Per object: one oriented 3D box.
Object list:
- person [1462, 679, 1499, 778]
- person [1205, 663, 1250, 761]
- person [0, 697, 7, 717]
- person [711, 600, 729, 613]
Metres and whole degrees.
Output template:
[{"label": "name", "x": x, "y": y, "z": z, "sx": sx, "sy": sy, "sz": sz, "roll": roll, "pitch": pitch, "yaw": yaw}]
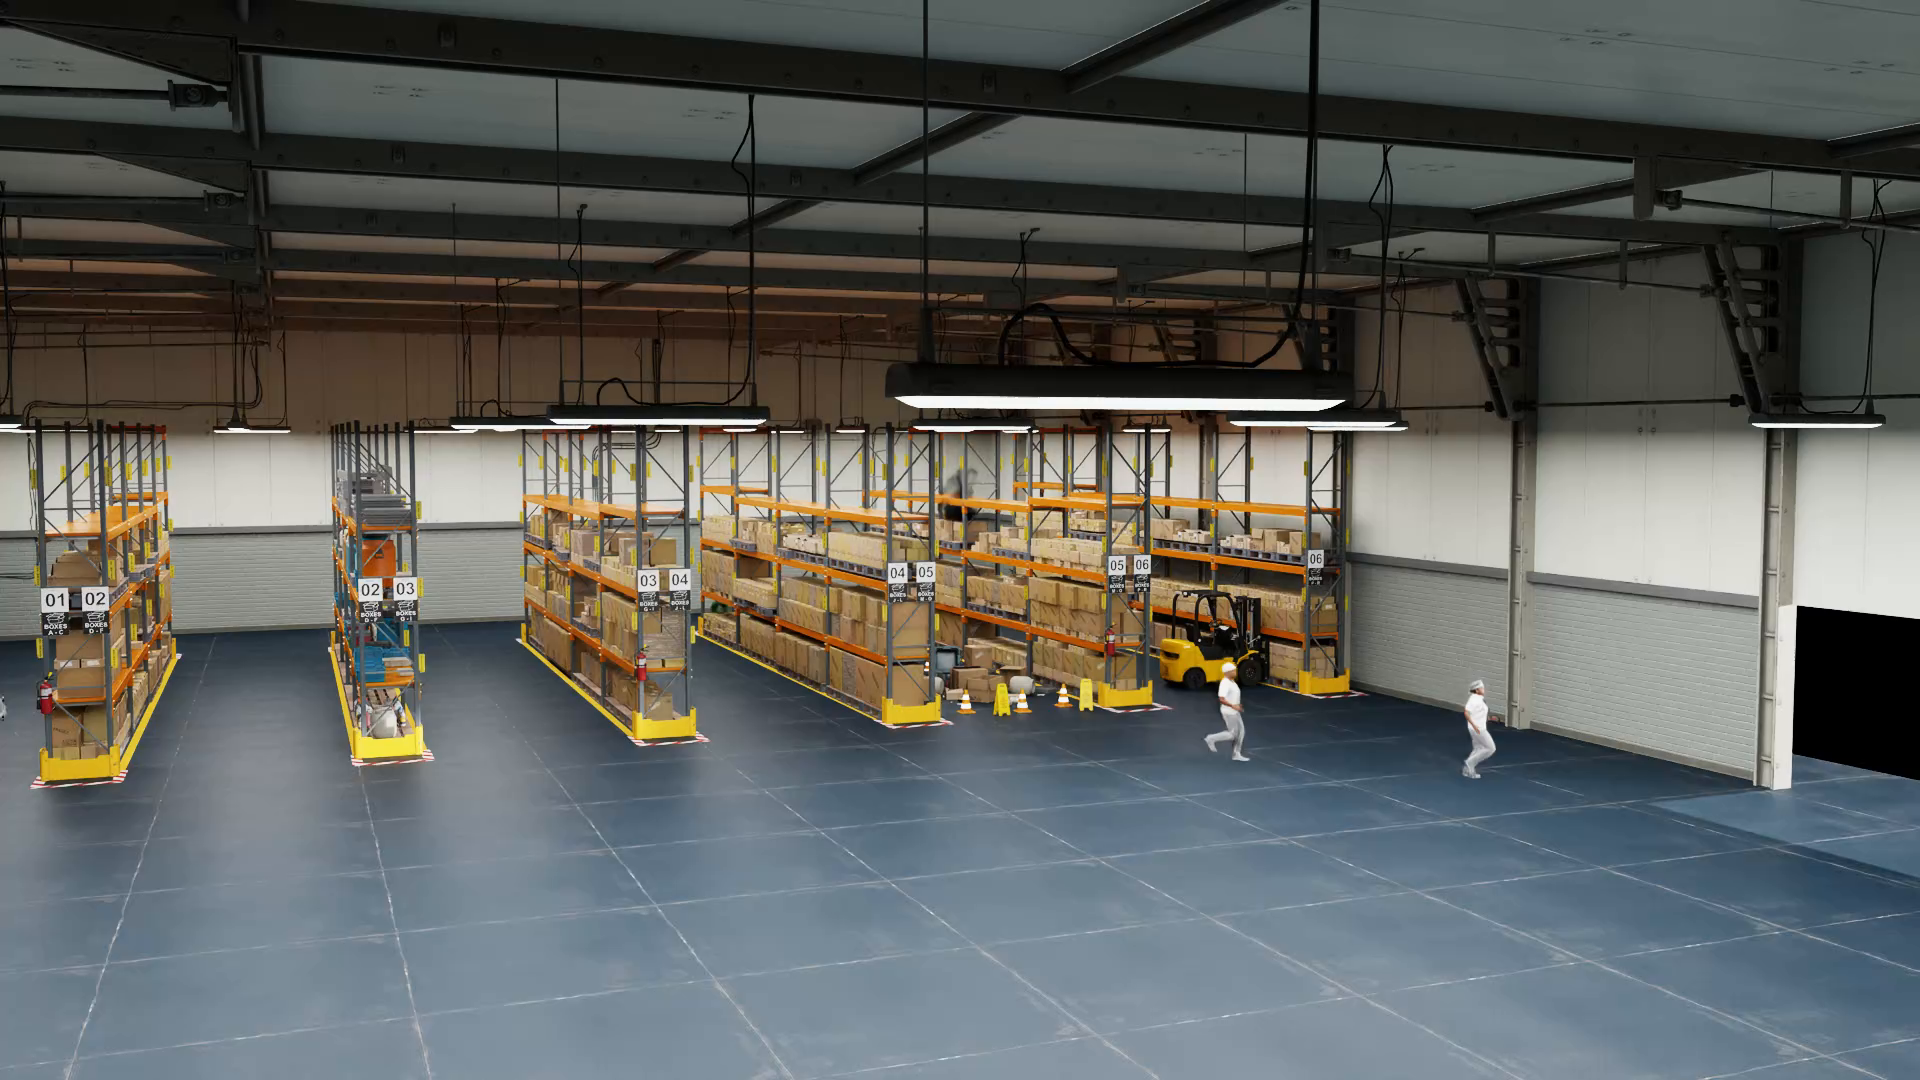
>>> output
[{"label": "person", "x": 8.694, "y": 3.151, "z": 27.755, "sx": 0.576, "sy": 1.659, "sz": 0.560, "roll": 1, "pitch": 4, "yaw": 17}, {"label": "person", "x": 4.725, "y": 3.027, "z": 29.296, "sx": 0.787, "sy": 1.734, "sz": 0.684, "roll": 1, "pitch": 4, "yaw": 20}, {"label": "person", "x": -16.310, "y": 3.201, "z": 27.911, "sx": 0.534, "sy": 1.583, "sz": 0.611, "roll": -3, "pitch": 5, "yaw": -43}, {"label": "person", "x": -7.228, "y": 1.733, "z": 49.594, "sx": 0.888, "sy": 1.761, "sz": 0.716, "roll": 2, "pitch": 4, "yaw": 24}]
